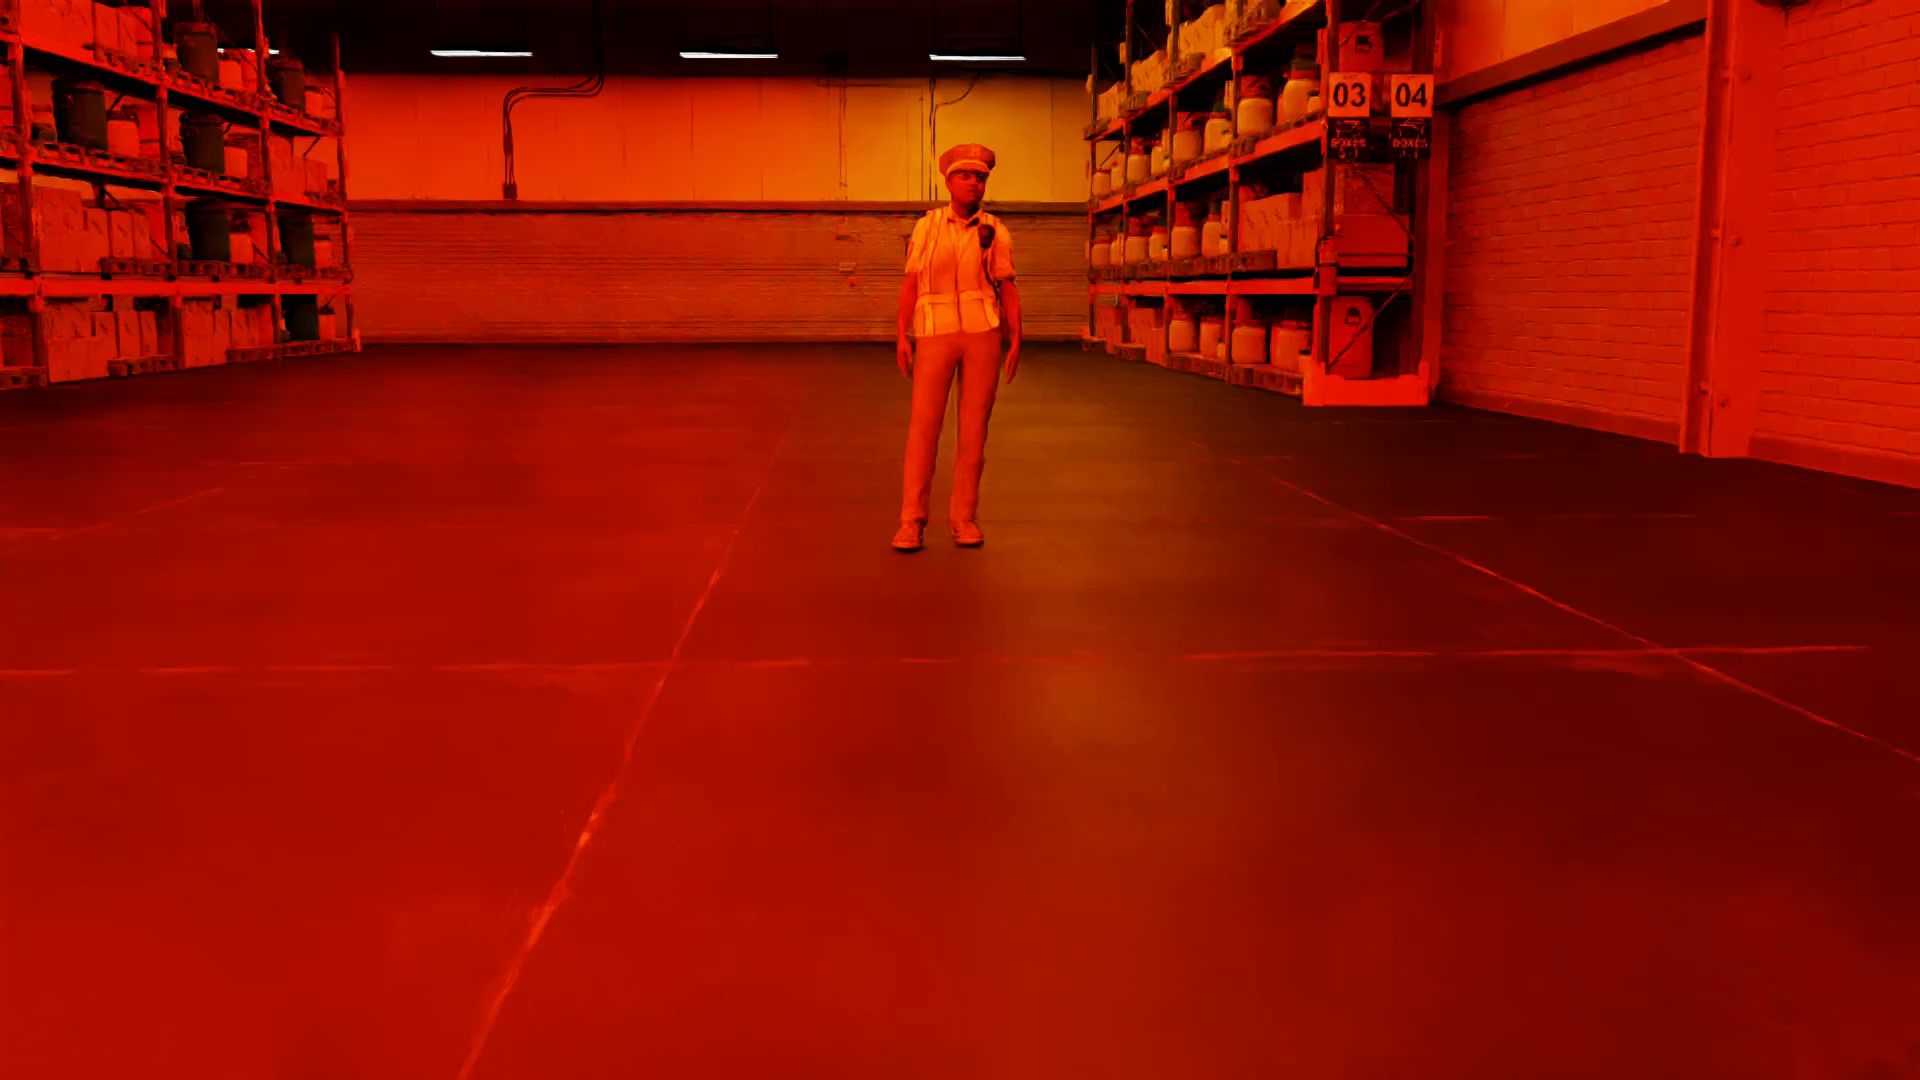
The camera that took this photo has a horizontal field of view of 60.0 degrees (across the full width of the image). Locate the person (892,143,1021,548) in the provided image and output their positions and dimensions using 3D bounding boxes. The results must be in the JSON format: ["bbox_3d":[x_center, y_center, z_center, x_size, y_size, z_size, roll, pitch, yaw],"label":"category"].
[{"bbox_3d":[-0.015,-0.835,7.109,0.570,1.695,0.529,-1,8,-4],"label":"person"}]
